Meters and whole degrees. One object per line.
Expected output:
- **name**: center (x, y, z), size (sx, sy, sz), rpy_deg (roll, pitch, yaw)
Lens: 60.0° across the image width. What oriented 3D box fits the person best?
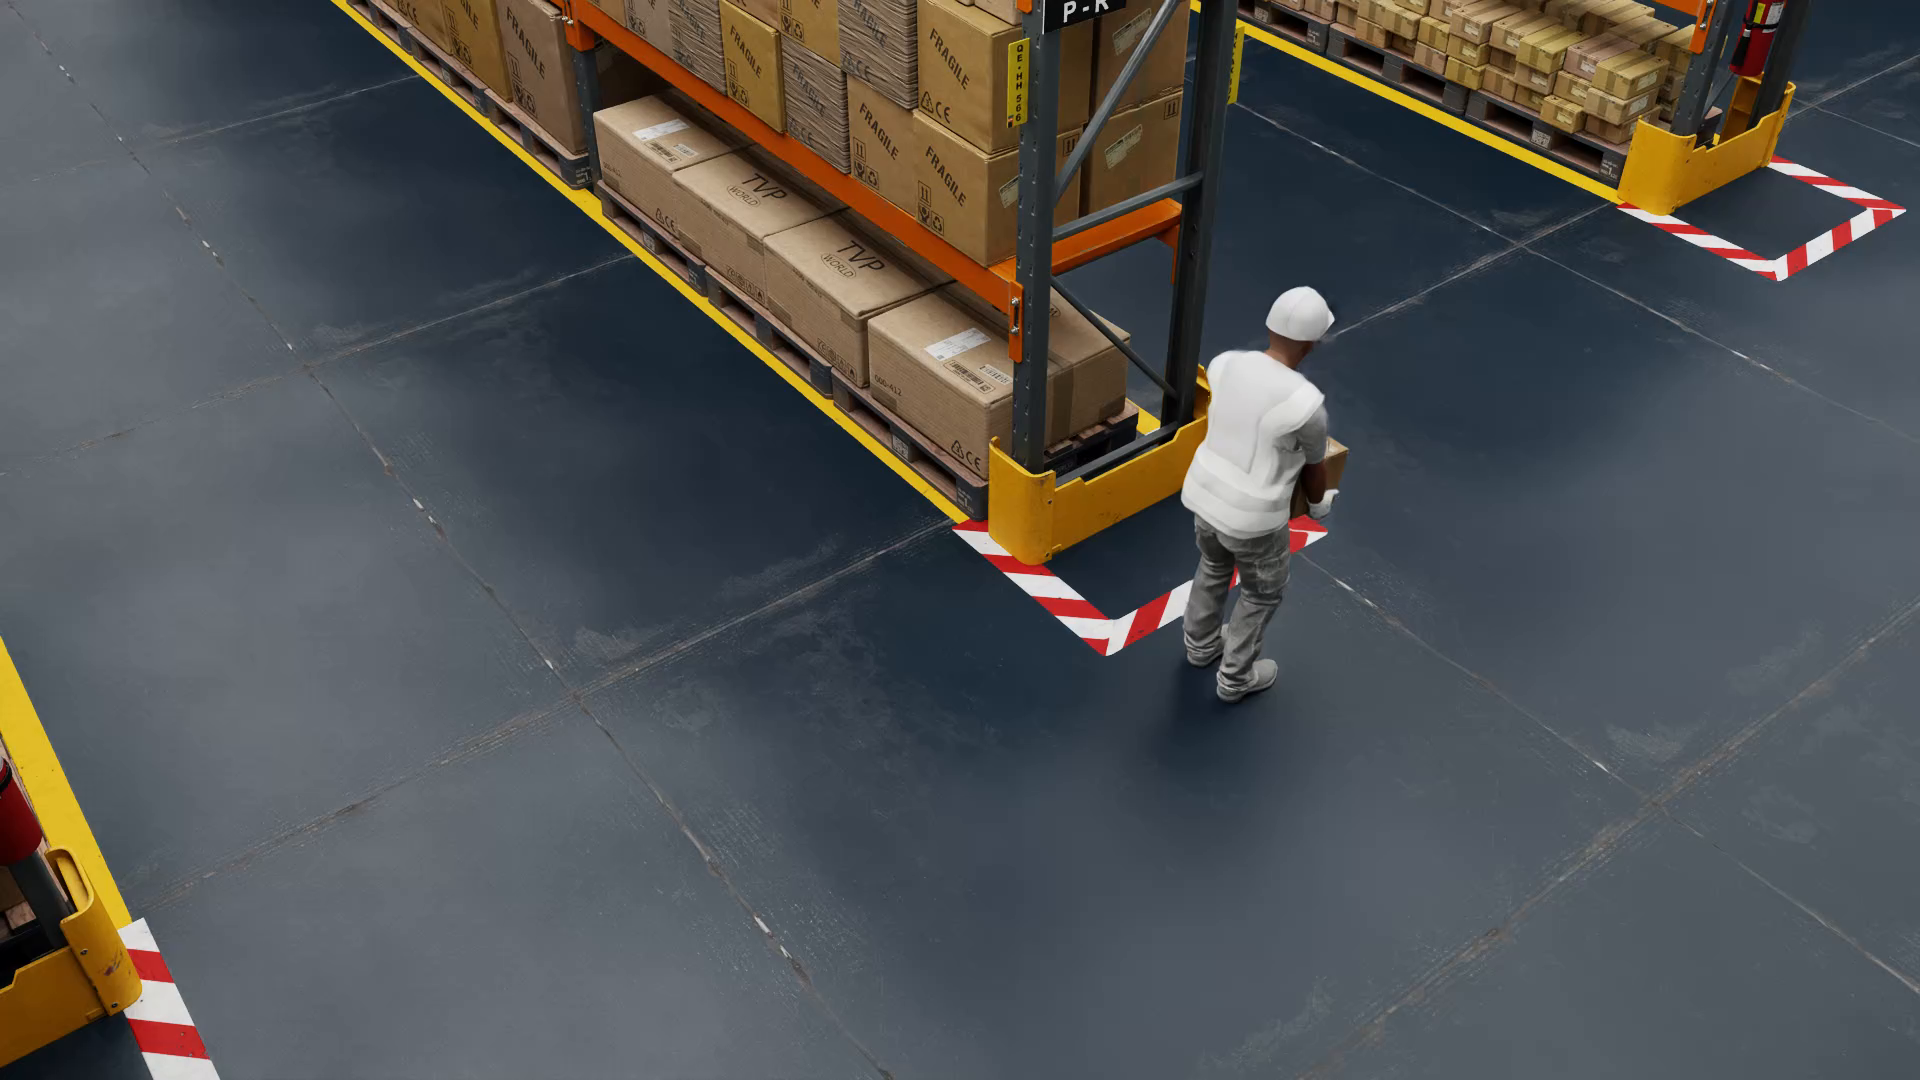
- **person**: center (1.061, -0.155, 6.333), size (0.452, 1.773, 0.625), rpy_deg (-29, 48, -30)
